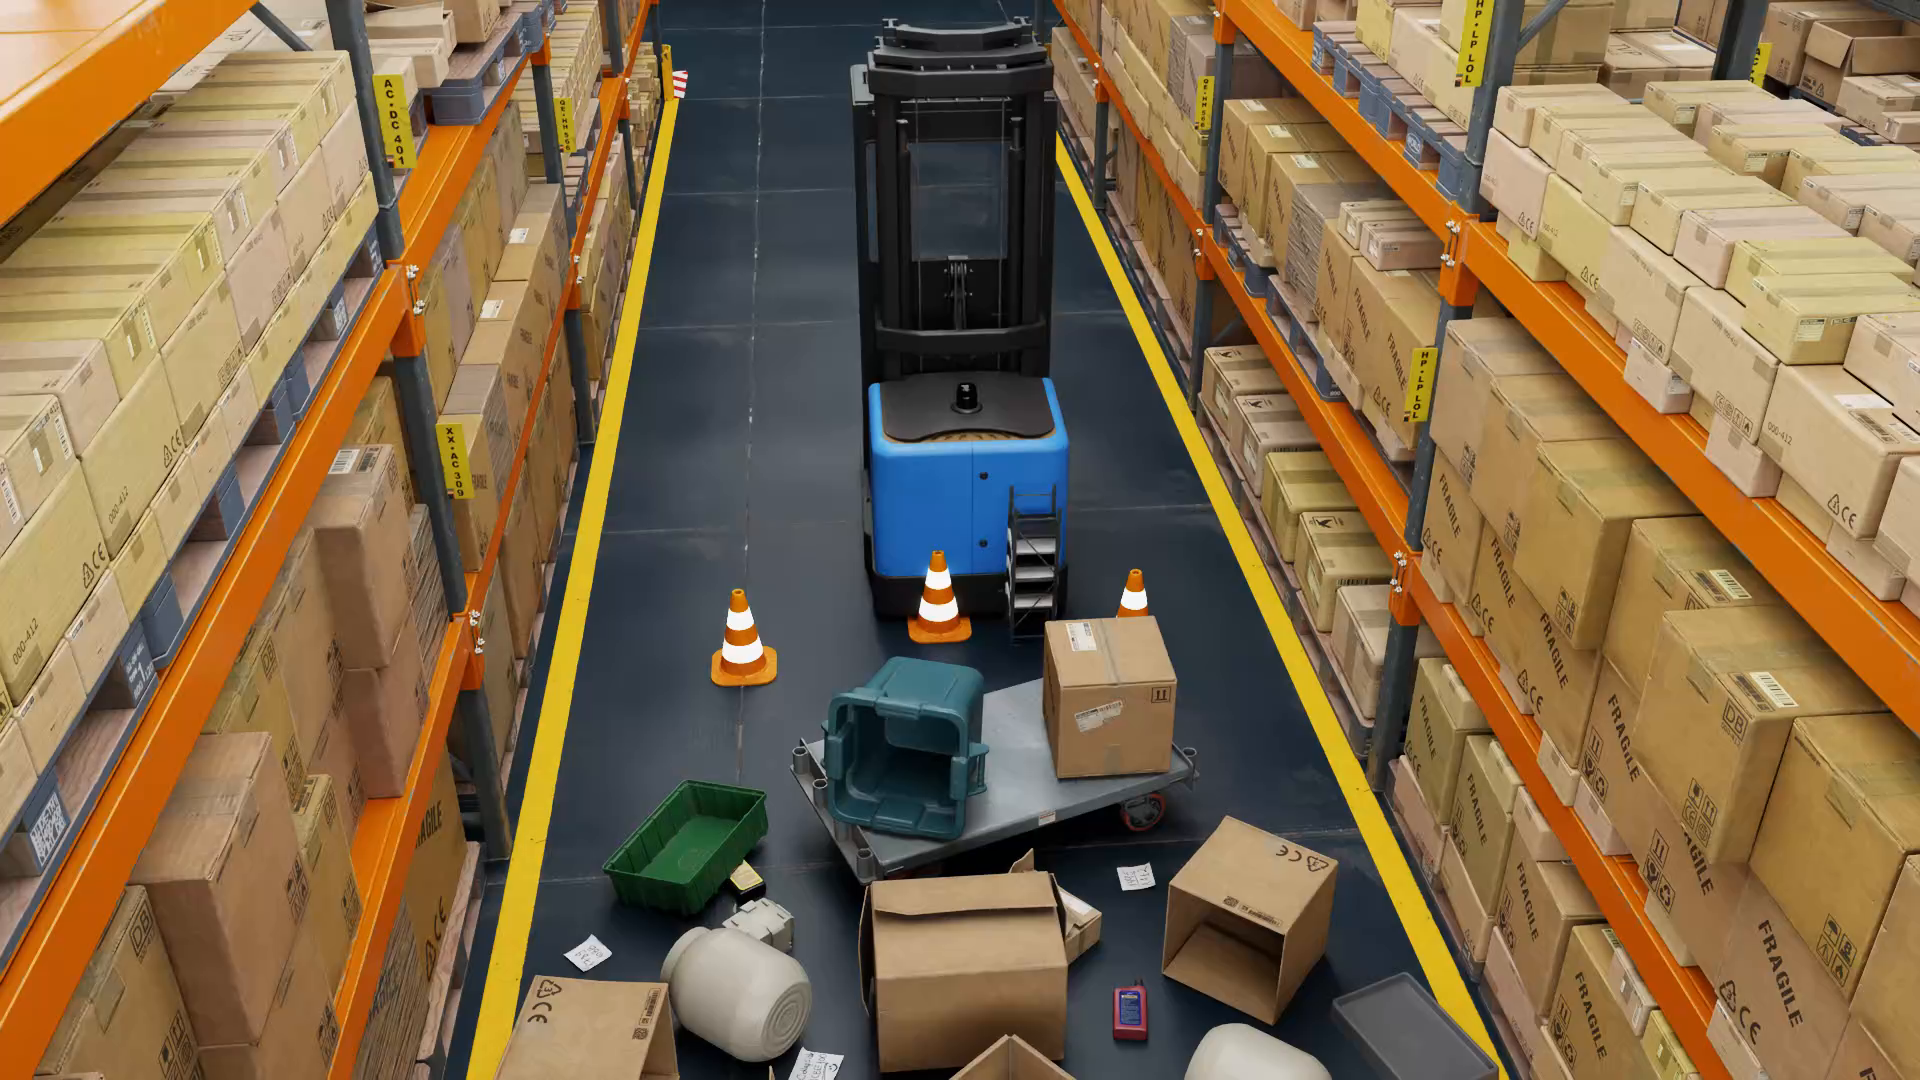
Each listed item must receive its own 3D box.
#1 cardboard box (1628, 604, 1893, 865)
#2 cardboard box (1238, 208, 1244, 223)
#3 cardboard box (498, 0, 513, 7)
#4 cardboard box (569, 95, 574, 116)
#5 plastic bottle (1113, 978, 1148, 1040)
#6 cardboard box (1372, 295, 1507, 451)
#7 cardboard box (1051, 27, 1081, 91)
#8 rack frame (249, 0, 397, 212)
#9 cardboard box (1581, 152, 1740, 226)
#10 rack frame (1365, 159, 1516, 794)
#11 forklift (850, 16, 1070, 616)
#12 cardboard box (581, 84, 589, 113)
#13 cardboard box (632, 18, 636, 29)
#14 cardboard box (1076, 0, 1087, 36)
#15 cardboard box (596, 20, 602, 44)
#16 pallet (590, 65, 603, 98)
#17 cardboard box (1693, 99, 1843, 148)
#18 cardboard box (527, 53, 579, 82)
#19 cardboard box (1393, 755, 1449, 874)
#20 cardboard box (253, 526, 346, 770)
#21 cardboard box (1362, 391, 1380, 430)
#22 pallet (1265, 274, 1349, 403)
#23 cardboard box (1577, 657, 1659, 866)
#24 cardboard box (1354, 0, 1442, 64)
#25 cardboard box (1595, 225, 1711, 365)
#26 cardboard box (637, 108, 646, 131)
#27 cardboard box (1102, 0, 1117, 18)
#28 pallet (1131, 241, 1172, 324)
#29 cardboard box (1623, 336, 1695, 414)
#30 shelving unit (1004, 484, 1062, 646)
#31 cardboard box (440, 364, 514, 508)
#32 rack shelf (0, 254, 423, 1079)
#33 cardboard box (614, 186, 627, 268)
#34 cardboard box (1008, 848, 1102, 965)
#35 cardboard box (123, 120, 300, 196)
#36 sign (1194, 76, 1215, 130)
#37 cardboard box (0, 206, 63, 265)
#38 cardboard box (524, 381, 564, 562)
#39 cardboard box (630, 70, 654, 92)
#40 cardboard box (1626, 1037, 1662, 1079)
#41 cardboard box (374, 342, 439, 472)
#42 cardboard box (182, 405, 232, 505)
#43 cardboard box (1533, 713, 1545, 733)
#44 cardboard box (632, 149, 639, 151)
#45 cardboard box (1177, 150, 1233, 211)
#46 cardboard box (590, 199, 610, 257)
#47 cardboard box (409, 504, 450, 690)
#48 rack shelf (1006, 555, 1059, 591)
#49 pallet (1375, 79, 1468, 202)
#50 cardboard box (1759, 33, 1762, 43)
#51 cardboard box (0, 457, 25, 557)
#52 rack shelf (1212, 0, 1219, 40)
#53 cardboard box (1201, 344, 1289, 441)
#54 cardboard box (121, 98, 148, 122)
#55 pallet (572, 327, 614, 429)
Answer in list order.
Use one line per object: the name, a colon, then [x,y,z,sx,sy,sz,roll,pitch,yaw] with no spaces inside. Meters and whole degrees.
cardboard box: [2.339,0.519,4.593,0.700,0.500,0.500,-3,31,-5]
cardboard box: [1.885,-1.952,9.929,0.380,0.149,0.250,-5,31,-8]
cardboard box: [-2.476,-2.865,8.277,0.500,0.311,0.500,-3,31,-5]
cardboard box: [-2.820,-2.899,11.224,0.380,0.149,0.250,-3,31,-5]
plastic bottle: [0.673,1.852,6.590,0.133,0.061,0.283,2,31,4]
cardboard box: [2.148,-0.734,7.257,0.500,0.500,0.500,-3,31,-6]
cardboard box: [1.460,-5.033,17.341,0.875,0.438,0.875,-4,31,-6]
rack frame: [-2.499,-2.445,5.068,1.000,3.000,0.127,-3,31,-5]
cardboard box: [2.192,-1.102,5.213,0.380,0.149,0.250,-3,31,-5]
rack frame: [2.420,-0.159,7.090,1.000,3.000,0.127,-3,31,-5]
forklift: [-0.046,-1.580,9.538,1.130,2.935,3.031,-2,31,-4]
cardboard box: [-2.887,-3.168,11.965,0.380,0.149,0.250,-1,31,-2]
cardboard box: [-3.118,-4.677,14.899,0.380,0.149,0.250,-1,31,-2]
cardboard box: [1.321,-4.773,14.718,0.500,0.500,0.500,-3,31,-6]
cardboard box: [-3.013,-3.961,13.001,0.380,0.149,0.250,-2,31,-3]
pallet: [-3.320,-3.475,12.829,1.003,0.211,1.213,-3,31,-5]
cardboard box: [2.768,-1.400,5.711,0.380,0.149,0.250,-3,31,-6]
cardboard box: [-2.867,-3.284,11.577,0.380,0.149,0.250,-3,31,-5]
cardboard box: [2.206,1.156,7.162,0.500,0.250,0.500,-4,31,-7]
cardboard box: [-2.418,0.350,5.040,0.875,0.550,0.550,-3,31,-5]
cardboard box: [2.090,-0.616,7.692,0.380,0.149,0.250,-4,31,-6]
pallet: [2.272,-1.110,8.870,1.003,0.211,1.213,-3,31,-5]
cardboard box: [2.355,0.678,5.302,0.500,0.500,0.500,-2,31,-4]
cardboard box: [2.132,-2.372,7.608,0.500,0.250,0.500,-2,31,-4]
cardboard box: [2.280,-0.753,5.016,0.500,0.250,0.500,-2,31,-4]
cardboard box: [-3.118,-3.898,15.431,0.380,0.149,0.250,-3,31,-5]
cardboard box: [1.428,-4.477,13.247,0.500,0.500,0.500,-2,31,-4]
pallet: [1.937,-2.031,12.945,1.003,0.211,1.213,-3,31,-5]
cardboard box: [2.238,-0.505,4.990,0.380,0.149,0.250,-3,31,-6]
shelving unit: [0.375,0.139,8.620,0.258,0.900,0.210,-2,38,-4]
cardboard box: [-2.328,-0.452,7.484,0.500,0.500,0.500,-3,31,-4]
rack shelf: [-2.312,0.172,4.313,1.077,0.370,4.000,-3,31,-5]
cardboard box: [-2.879,-2.434,12.927,0.500,0.500,0.500,-3,31,-6]
cardboard box: [0.359,1.534,6.923,0.396,0.266,0.258,27,40,37]
cardboard box: [-2.078,-1.059,4.633,0.380,0.149,0.250,-2,31,-4]
sign: [1.494,-2.670,10.165,0.100,0.325,0.005,-3,31,-5]
cardboard box: [-2.636,-0.666,4.364,0.500,0.250,0.500,-3,31,-5]
cardboard box: [-2.820,-0.365,9.220,1.050,0.750,0.750,-2,31,-4]
cardboard box: [-3.160,-4.423,16.020,0.380,0.149,0.250,-2,31,-3]
cardboard box: [2.407,1.899,5.186,0.500,0.500,0.500,-2,31,-3]
cardboard box: [-2.551,-0.595,6.749,0.700,0.500,0.500,-3,31,-5]
cardboard box: [-1.980,-0.195,3.965,0.380,0.149,0.250,-2,31,-4]
cardboard box: [2.305,0.649,5.984,0.380,0.149,0.250,-3,31,-5]
cardboard box: [-3.060,-3.372,14.841,0.380,0.149,0.250,-3,31,-5]
cardboard box: [1.741,-2.382,10.959,0.500,0.250,0.500,-4,31,-6]
cardboard box: [-2.777,-2.217,11.833,0.500,0.250,0.500,-3,31,-4]
cardboard box: [-2.452,0.254,6.254,0.875,0.550,0.550,-3,31,-5]
rack shelf: [0.374,0.166,8.641,0.258,0.077,0.200,-2,38,-4]
pallet: [2.468,-1.686,6.905,1.213,0.211,1.003,-3,31,-5]
cardboard box: [6.362,-3.878,13.038,0.396,0.266,0.258,-1,31,-2]
cardboard box: [-1.886,-0.017,2.889,0.380,0.149,0.250,-3,31,-5]
rack shelf: [1.859,-4.201,11.634,1.077,0.370,4.000,-3,31,-5]
cardboard box: [2.089,-0.964,10.592,0.950,0.372,0.625,-5,31,-8]
cardboard box: [-2.803,-1.413,5.226,0.380,0.149,0.250,-2,31,-4]
pallet: [-2.944,-1.114,11.409,1.003,0.211,1.213,-3,31,-5]
